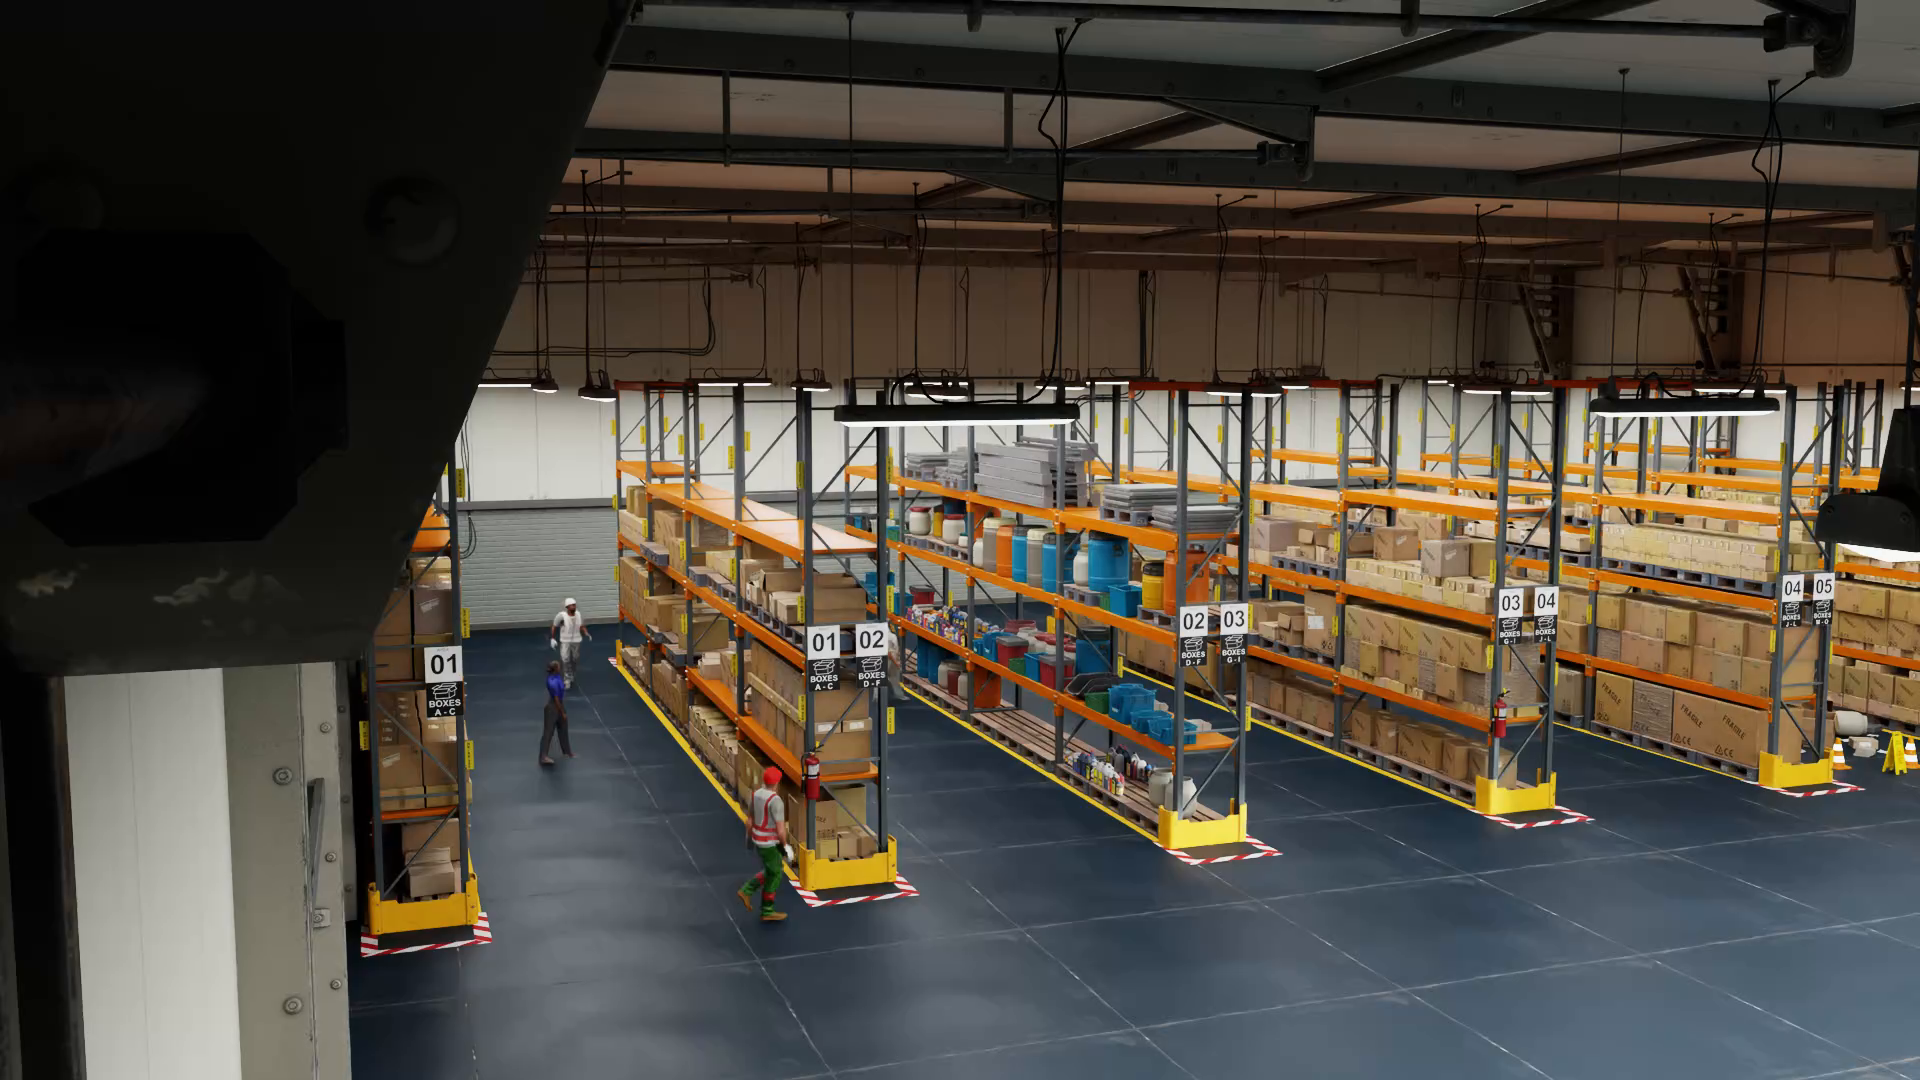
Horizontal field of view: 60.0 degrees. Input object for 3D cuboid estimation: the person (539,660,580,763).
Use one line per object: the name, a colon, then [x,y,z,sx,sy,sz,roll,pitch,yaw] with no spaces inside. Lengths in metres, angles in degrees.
person: [-6.425,2.719,26.549,0.560,1.674,0.633,0,6,-1]

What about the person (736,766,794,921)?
person: [-2.218,3.445,18.866,0.625,1.773,0.530,-2,6,-14]

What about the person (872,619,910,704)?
person: [-1.296,2.243,31.068,0.600,1.619,0.681,1,6,14]

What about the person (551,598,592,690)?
person: [-7.672,2.037,32.780,0.762,1.806,0.878,-2,6,-17]
